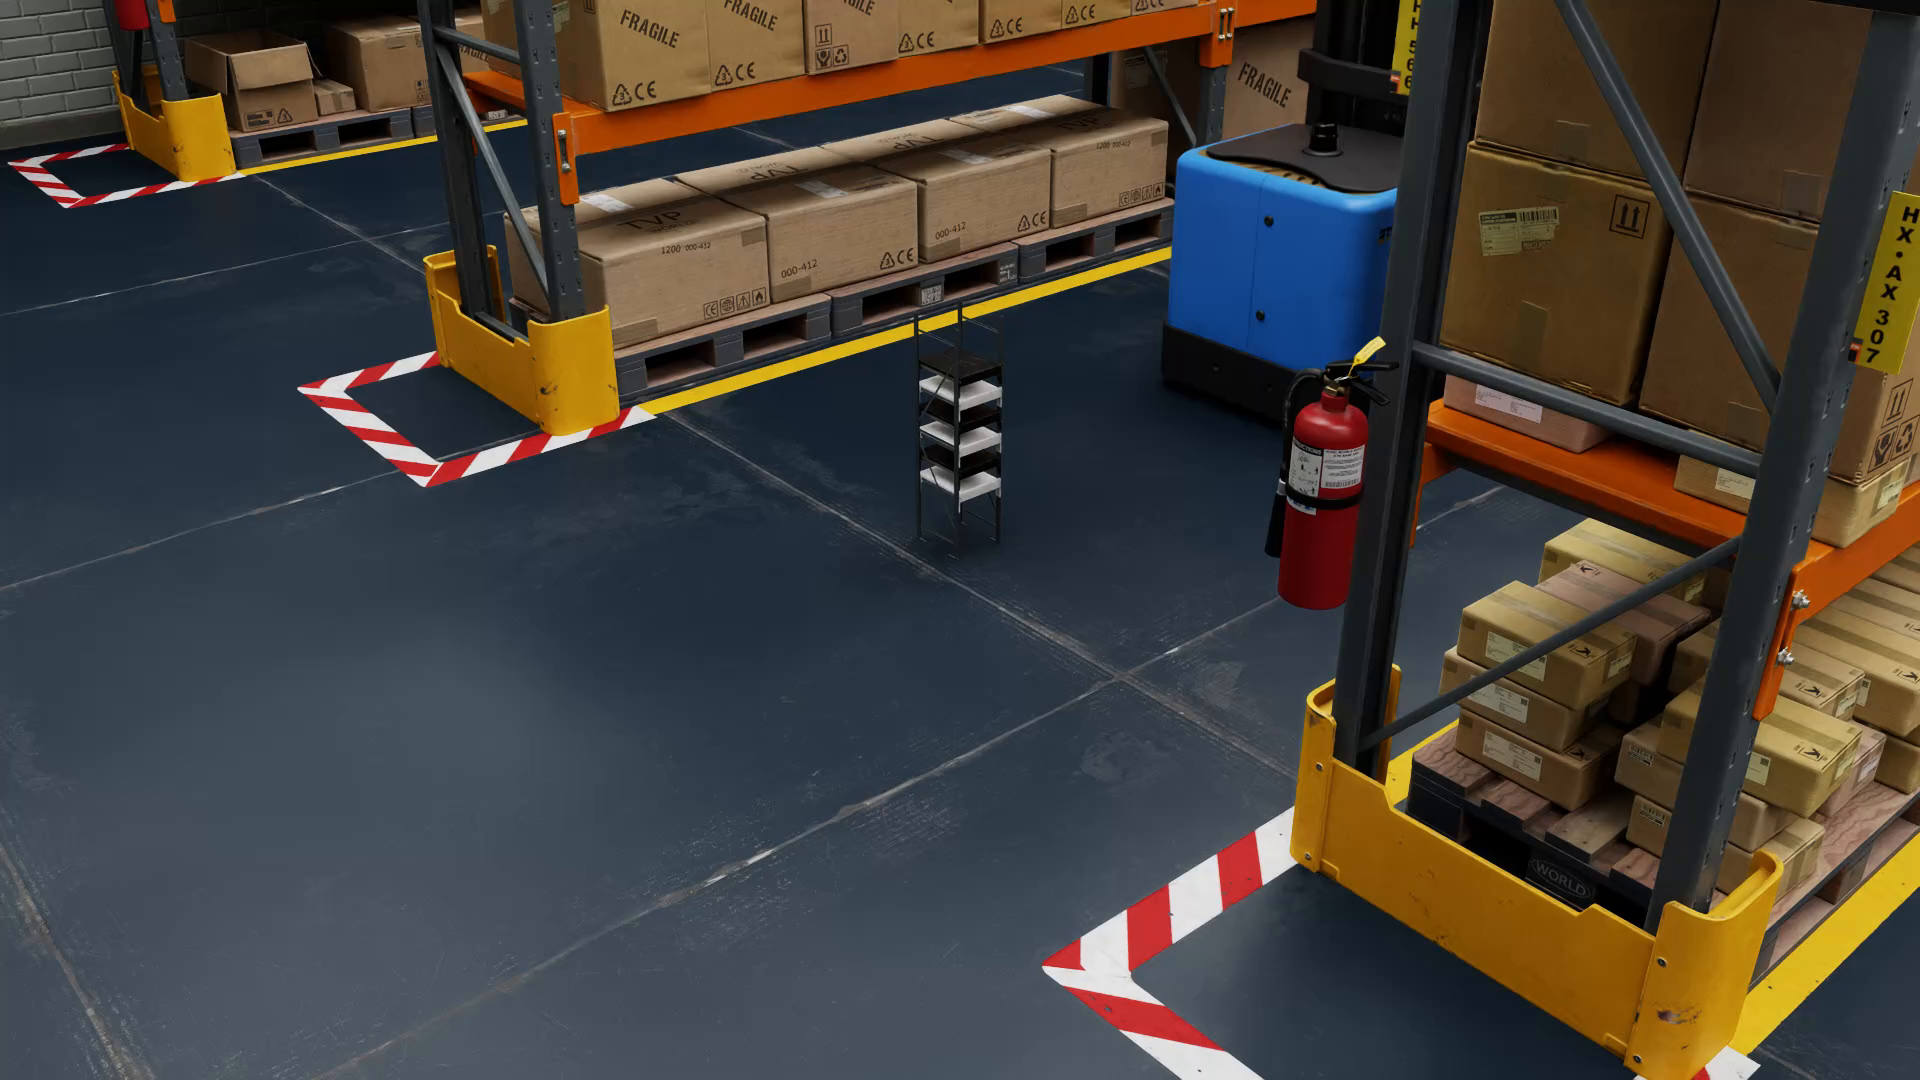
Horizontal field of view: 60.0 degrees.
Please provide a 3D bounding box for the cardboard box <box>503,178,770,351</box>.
[{"bbox_3d":[-1.510,-1.314,7.799,0.875,0.438,0.875,-23,36,-37],"label":"cardboard box"}]

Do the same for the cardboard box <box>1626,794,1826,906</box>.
[{"bbox_3d":[1.948,0.750,4.244,0.250,0.149,0.380,-21,35,-34],"label":"cardboard box"}]

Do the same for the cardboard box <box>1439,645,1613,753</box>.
[{"bbox_3d":[1.558,0.400,4.582,0.250,0.149,0.380,-23,36,-36],"label":"cardboard box"}]

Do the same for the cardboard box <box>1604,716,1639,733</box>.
[{"bbox_3d":[1.737,0.444,4.815,0.250,0.149,0.380,-21,34,-33],"label":"cardboard box"}]

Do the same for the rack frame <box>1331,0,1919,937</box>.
[{"bbox_3d":[1.342,-0.277,3.586,0.127,3.000,1.000,-22,35,-35],"label":"rack frame"}]

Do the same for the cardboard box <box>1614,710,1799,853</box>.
[{"bbox_3d":[1.907,0.596,4.217,0.250,0.149,0.380,-20,34,-33],"label":"cardboard box"}]

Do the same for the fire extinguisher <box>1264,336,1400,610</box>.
[{"bbox_3d":[0.851,-0.167,3.858,0.183,0.674,0.296,-22,35,-35],"label":"fire extinguisher"}]

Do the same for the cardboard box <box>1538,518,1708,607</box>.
[{"bbox_3d":[1.923,0.099,4.831,0.250,0.149,0.380,-23,36,-36],"label":"cardboard box"}]

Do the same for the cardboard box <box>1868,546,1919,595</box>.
[{"bbox_3d":[2.720,0.149,4.737,0.250,0.149,0.380,-20,34,-33],"label":"cardboard box"}]

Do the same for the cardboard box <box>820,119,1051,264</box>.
[{"bbox_3d":[-0.133,-1.872,8.844,0.875,0.438,0.875,-23,36,-36],"label":"cardboard box"}]

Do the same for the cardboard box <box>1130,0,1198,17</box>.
[{"bbox_3d":[0.908,-3.055,8.679,0.500,0.500,0.500,-22,35,-34],"label":"cardboard box"}]

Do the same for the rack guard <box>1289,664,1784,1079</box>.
[{"bbox_3d":[1.400,0.802,4.219,0.348,0.500,1.175,-22,35,-35],"label":"rack guard"}]

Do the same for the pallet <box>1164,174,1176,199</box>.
[{"bbox_3d":[1.633,-2.278,10.289,1.213,0.211,1.003,-22,35,-35],"label":"pallet"}]

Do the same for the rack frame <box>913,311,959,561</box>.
[{"bbox_3d":[-0.084,-0.363,5.975,0.006,0.900,0.240,-22,35,-35],"label":"rack frame"}]

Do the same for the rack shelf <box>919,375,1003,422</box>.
[{"bbox_3d":[-0.006,-0.524,5.964,0.200,0.077,0.258,-22,35,-35],"label":"rack shelf"}]

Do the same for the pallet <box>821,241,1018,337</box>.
[{"bbox_3d":[-0.462,-1.435,8.711,1.213,0.211,1.003,-22,35,-35],"label":"pallet"}]

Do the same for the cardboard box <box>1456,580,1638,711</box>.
[{"bbox_3d":[1.580,0.280,4.492,0.250,0.149,0.380,-21,35,-34],"label":"cardboard box"}]

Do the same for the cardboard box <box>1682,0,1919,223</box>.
[{"bbox_3d":[1.856,-0.936,3.336,0.500,0.500,0.500,-22,35,-35],"label":"cardboard box"}]

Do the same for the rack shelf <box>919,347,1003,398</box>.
[{"bbox_3d":[-0.006,-0.603,5.922,0.200,0.077,0.258,-22,35,-35],"label":"rack shelf"}]

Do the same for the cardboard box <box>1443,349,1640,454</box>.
[{"bbox_3d":[1.407,-0.367,4.021,0.250,0.149,0.380,-22,35,-35],"label":"cardboard box"}]

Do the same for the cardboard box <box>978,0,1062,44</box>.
[{"bbox_3d":[0.148,-2.737,8.083,0.500,0.500,0.500,-23,35,-36],"label":"cardboard box"}]

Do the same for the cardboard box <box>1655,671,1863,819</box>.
[{"bbox_3d":[1.961,0.494,4.091,0.250,0.149,0.380,-24,36,-37],"label":"cardboard box"}]

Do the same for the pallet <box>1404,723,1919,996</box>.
[{"bbox_3d":[2.041,0.694,4.728,1.213,0.211,1.003,-22,35,-35],"label":"pallet"}]

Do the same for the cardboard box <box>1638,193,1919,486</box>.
[{"bbox_3d":[1.863,-0.491,3.564,0.500,0.500,0.500,-20,34,-33],"label":"cardboard box"}]

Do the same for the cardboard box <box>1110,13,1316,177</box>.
[{"bbox_3d":[1.515,-2.711,9.949,0.875,0.875,0.875,-21,34,-33],"label":"cardboard box"}]

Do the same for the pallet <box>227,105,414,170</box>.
[{"bbox_3d":[-4.508,-2.837,11.335,1.213,0.211,1.003,-22,35,-35],"label":"pallet"}]

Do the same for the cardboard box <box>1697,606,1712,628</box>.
[{"bbox_3d":[1.953,0.240,4.881,0.250,0.149,0.380,-24,36,-37],"label":"cardboard box"}]

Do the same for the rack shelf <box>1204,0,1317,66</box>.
[{"bbox_3d":[2.617,-3.539,10.454,4.000,0.370,1.077,-22,35,-35],"label":"rack shelf"}]

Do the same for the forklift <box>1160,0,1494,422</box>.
[{"bbox_3d":[2.346,-2.282,7.410,3.031,2.935,1.130,-23,35,-36],"label":"forklift"}]

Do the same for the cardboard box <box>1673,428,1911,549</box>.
[{"bbox_3d":[1.801,-0.148,3.611,0.250,0.149,0.380,-22,35,-35],"label":"cardboard box"}]

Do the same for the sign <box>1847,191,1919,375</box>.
[{"bbox_3d":[1.694,-0.464,3.018,0.005,0.325,0.100,-22,35,-35],"label":"sign"}]

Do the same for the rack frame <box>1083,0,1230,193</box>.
[{"bbox_3d":[1.095,-3.245,9.139,0.127,3.000,1.000,-22,35,-35],"label":"rack frame"}]

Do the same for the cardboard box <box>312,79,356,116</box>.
[{"bbox_3d":[-4.297,-2.997,11.254,0.250,0.149,0.380,-24,36,-37],"label":"cardboard box"}]

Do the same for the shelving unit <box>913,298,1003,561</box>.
[{"bbox_3d":[-0.006,-0.394,6.033,0.210,0.900,0.258,-22,35,-35],"label":"shelving unit"}]

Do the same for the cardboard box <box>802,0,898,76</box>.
[{"bbox_3d":[-0.631,-2.423,7.495,0.500,0.500,0.500,-22,35,-35],"label":"cardboard box"}]

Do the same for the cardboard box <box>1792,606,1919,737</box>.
[{"bbox_3d":[2.368,0.336,4.387,0.250,0.149,0.380,-22,35,-35],"label":"cardboard box"}]

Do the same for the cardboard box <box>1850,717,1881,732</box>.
[{"bbox_3d":[2.281,0.425,4.535,0.250,0.149,0.380,-21,35,-34],"label":"cardboard box"}]

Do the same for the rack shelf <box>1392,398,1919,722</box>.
[{"bbox_3d":[2.864,-0.572,4.900,4.000,0.370,1.077,-22,35,-35],"label":"rack shelf"}]

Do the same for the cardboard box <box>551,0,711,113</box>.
[{"bbox_3d":[-1.396,-2.109,6.908,0.500,0.500,0.500,-22,35,-35],"label":"cardboard box"}]

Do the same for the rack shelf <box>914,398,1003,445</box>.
[{"bbox_3d":[-0.006,-0.444,6.007,0.200,0.077,0.258,-22,35,-35],"label":"rack shelf"}]

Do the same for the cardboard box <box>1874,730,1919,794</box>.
[{"bbox_3d":[2.544,0.523,4.668,0.250,0.149,0.380,-21,35,-34],"label":"cardboard box"}]

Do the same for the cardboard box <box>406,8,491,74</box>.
[{"bbox_3d":[-3.503,-3.409,11.653,0.500,0.500,0.500,-21,35,-34],"label":"cardboard box"}]
